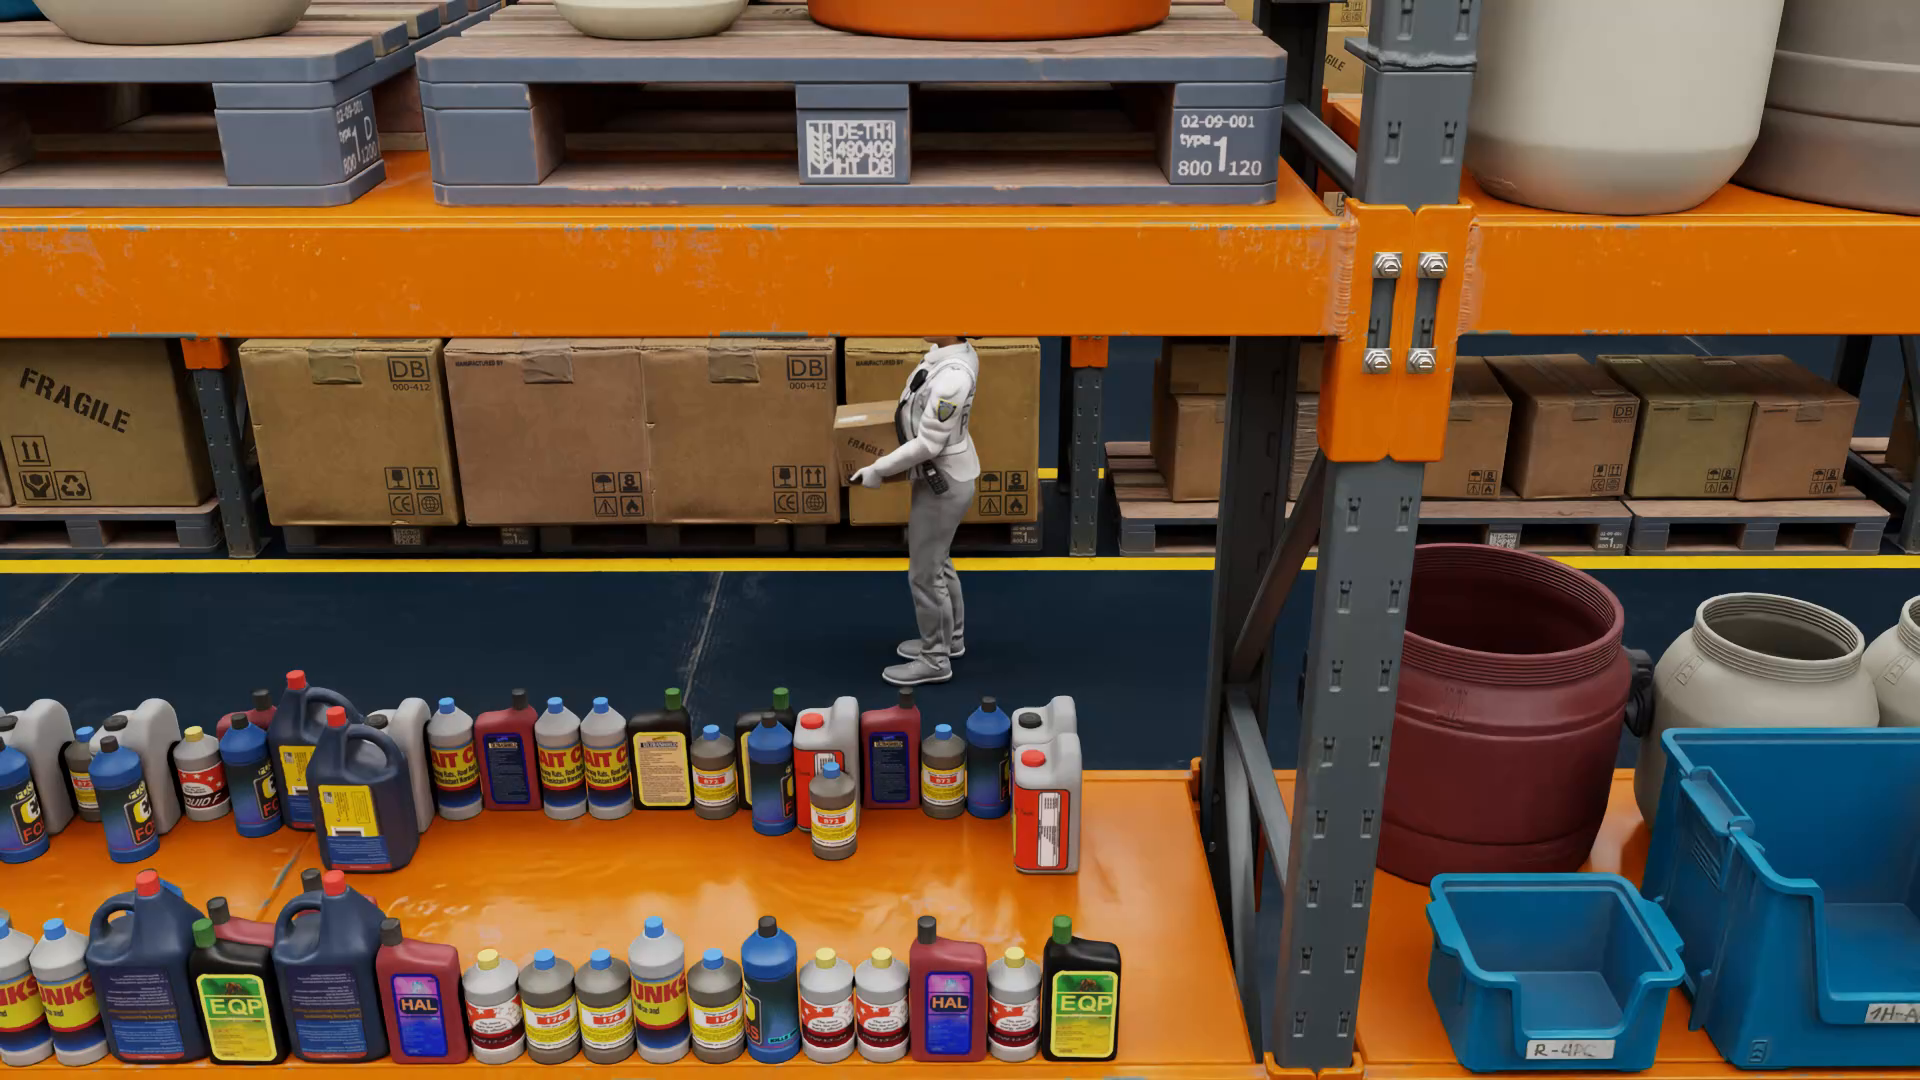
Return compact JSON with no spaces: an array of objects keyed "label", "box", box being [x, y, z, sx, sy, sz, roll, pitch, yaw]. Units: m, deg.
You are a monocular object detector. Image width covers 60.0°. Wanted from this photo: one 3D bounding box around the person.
[{"label":"person","box":[-0.148,-0.229,6.577,0.554,1.688,0.463,0,24,-1]}]
